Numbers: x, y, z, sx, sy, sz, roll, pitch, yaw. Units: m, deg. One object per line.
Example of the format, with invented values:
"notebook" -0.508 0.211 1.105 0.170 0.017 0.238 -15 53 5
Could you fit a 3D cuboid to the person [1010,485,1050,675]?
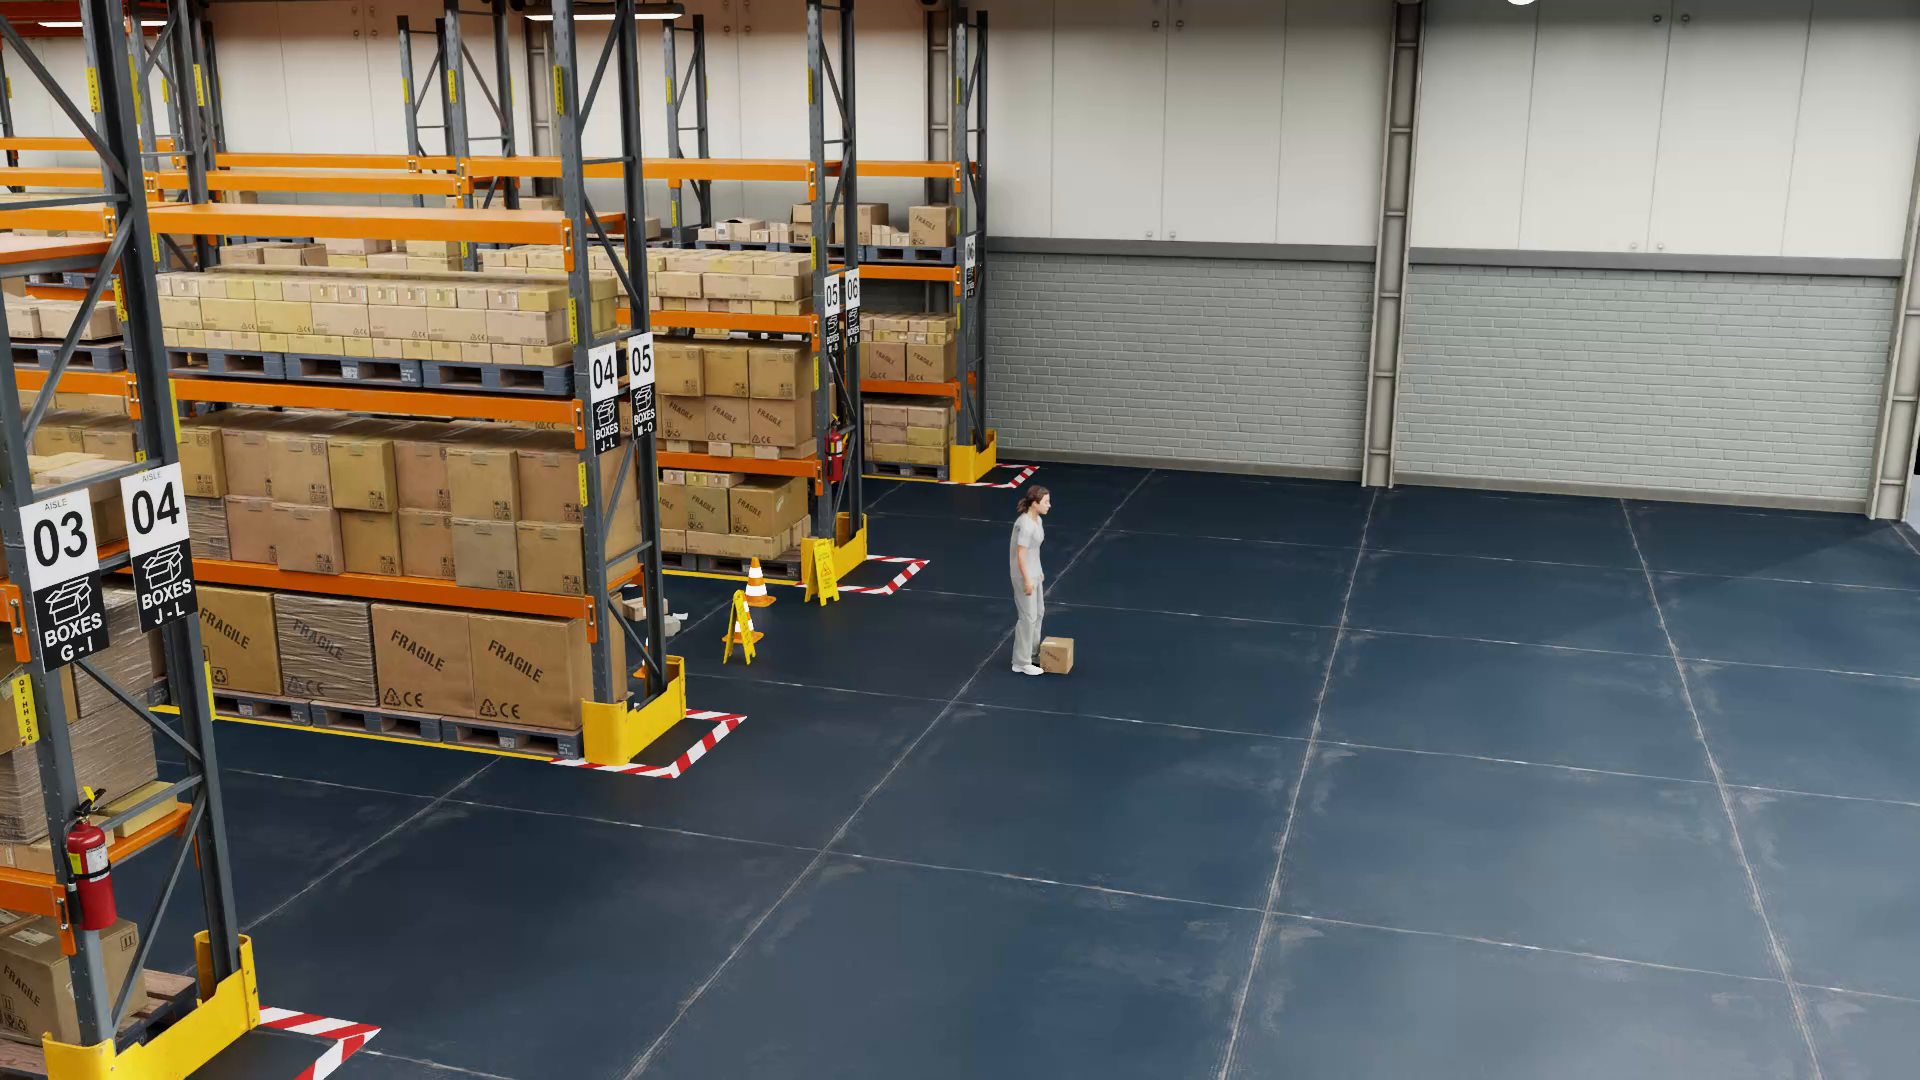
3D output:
"person" 0.626 0.328 14.756 0.355 1.673 0.489 4 16 16
